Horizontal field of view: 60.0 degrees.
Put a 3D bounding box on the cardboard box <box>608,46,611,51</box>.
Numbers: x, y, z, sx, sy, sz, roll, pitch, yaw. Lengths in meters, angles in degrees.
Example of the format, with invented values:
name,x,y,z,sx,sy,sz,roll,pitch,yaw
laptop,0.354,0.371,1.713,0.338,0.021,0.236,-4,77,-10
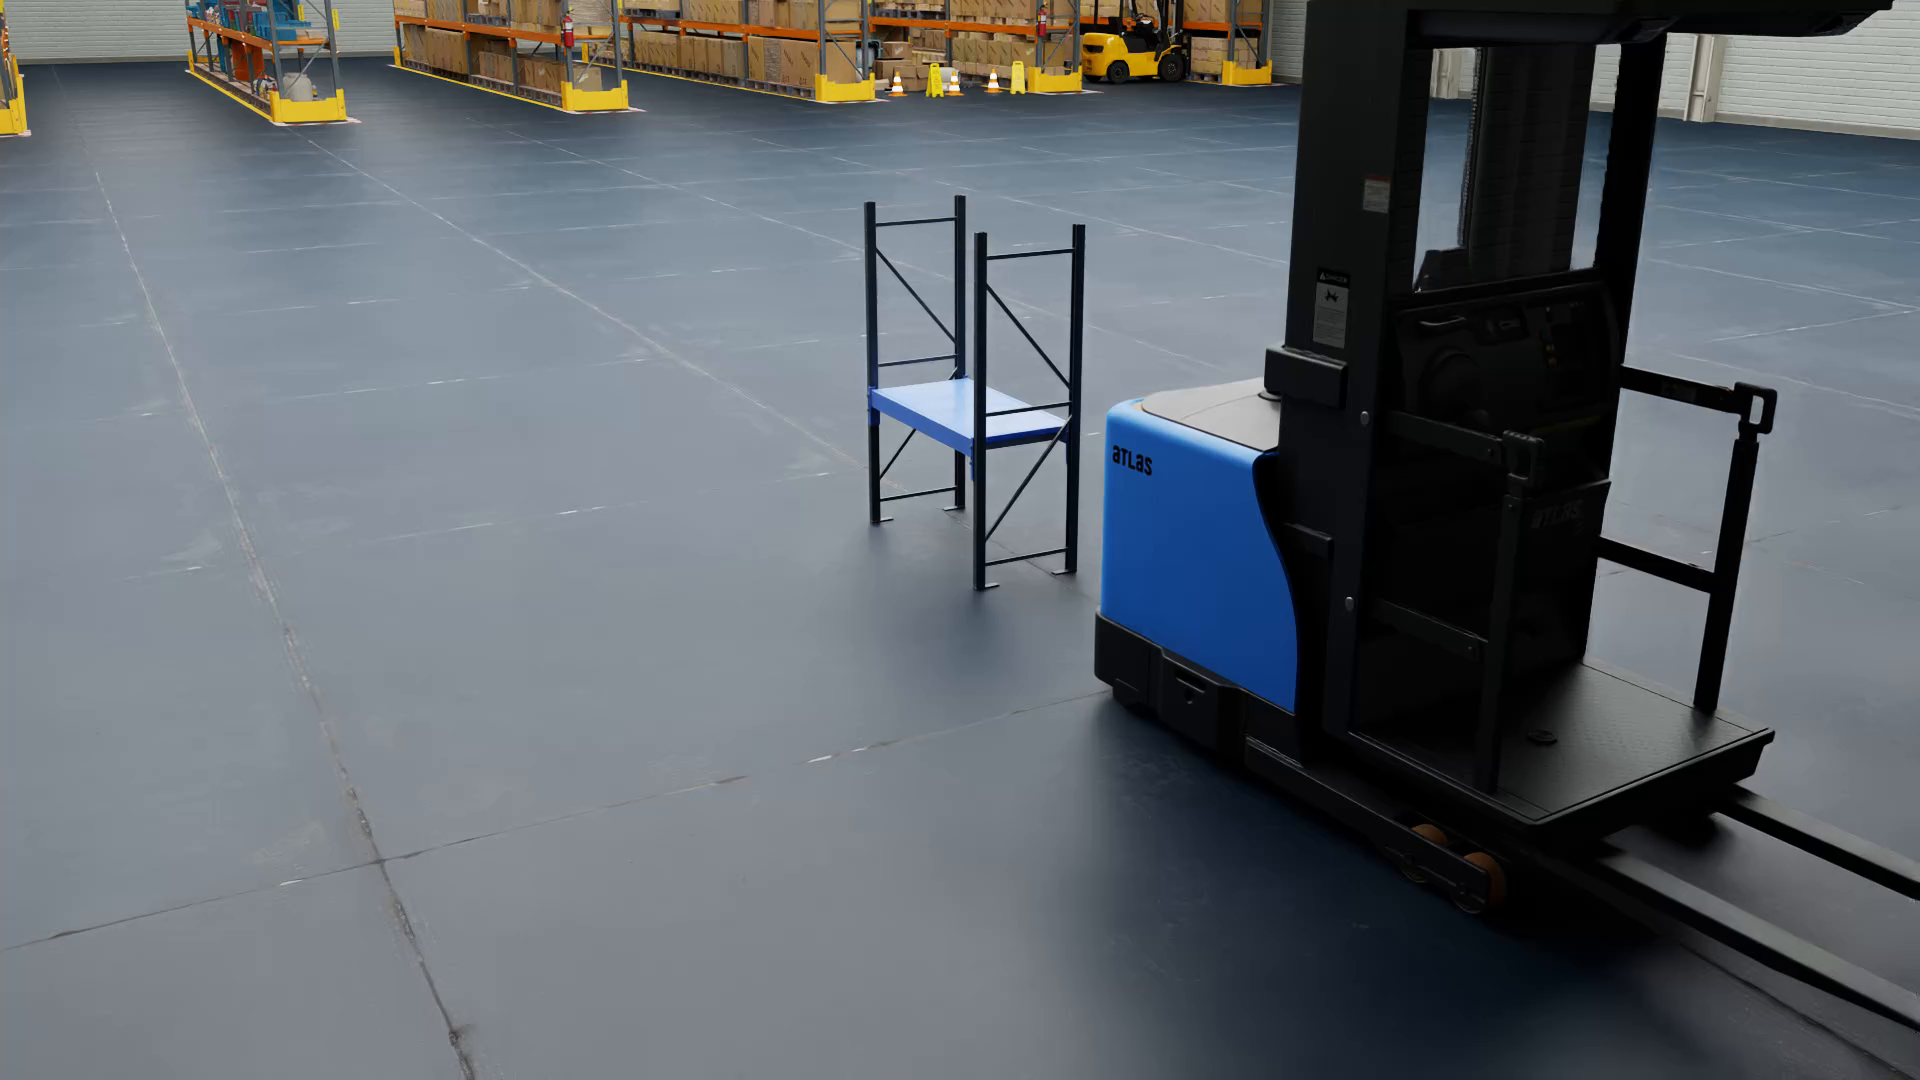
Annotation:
name,x,y,z,sx,sy,sz,roll,pitch,yaw
cardboard box,-9.165,-13.112,44.302,0.380,0.149,0.250,-9,21,-24

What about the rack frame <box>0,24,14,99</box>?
name,x,y,z,sx,sy,sz,roll,pitch,yaw
rack frame,-17.299,-8.960,29.000,1.000,3.000,0.127,-10,21,-27

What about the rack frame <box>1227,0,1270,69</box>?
name,x,y,z,sx,sy,sz,roll,pitch,yaw
rack frame,6.409,-11.650,36.796,1.000,3.000,0.127,-10,21,-27

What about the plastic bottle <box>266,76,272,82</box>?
name,x,y,z,sx,sy,sz,roll,pitch,yaw
plastic bottle,-12.793,-8.409,30.788,0.144,0.351,0.185,-10,21,-27

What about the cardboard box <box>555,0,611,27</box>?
name,x,y,z,sx,sy,sz,roll,pitch,yaw
cardboard box,-6.916,-9.695,30.521,0.875,0.500,0.500,-10,21,-27

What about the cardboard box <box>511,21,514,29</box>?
name,x,y,z,sx,sy,sz,roll,pitch,yaw
cardboard box,-8.741,-10.267,33.171,0.380,0.149,0.250,-10,21,-27

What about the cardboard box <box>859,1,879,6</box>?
name,x,y,z,sx,sy,sz,roll,pitch,yaw
cardboard box,-2.210,-13.442,41.452,0.500,0.250,0.500,-10,21,-27

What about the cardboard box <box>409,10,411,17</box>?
name,x,y,z,sx,sy,sz,roll,pitch,yaw
cardboard box,-13.541,-13.150,41.528,0.380,0.149,0.250,-10,21,-26

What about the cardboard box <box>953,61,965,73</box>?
name,x,y,z,sx,sy,sz,roll,pitch,yaw
cardboard box,0.185,-10.716,37.660,0.500,0.250,0.500,-11,22,-29

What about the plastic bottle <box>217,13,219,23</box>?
name,x,y,z,sx,sy,sz,roll,pitch,yaw
plastic bottle,-15.645,-11.022,35.172,0.097,0.271,0.097,0,19,0

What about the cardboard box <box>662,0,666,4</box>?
name,x,y,z,sx,sy,sz,roll,pitch,yaw
cardboard box,-6.829,-12.749,39.266,0.380,0.149,0.250,-9,21,-25

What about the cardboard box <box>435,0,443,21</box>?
name,x,y,z,sx,sy,sz,roll,pitch,yaw
cardboard box,-11.902,-12.379,38.754,0.500,0.500,0.500,-11,22,-28

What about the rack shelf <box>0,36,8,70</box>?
name,x,y,z,sx,sy,sz,roll,pitch,yaw
rack shelf,-16.349,-8.046,27.454,1.077,0.370,4.000,-10,21,-27

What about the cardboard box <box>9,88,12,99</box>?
name,x,y,z,sx,sy,sz,roll,pitch,yaw
cardboard box,-16.886,-7.760,29.092,0.500,0.250,0.500,-10,21,-27

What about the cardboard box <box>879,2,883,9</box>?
name,x,y,z,sx,sy,sz,roll,pitch,yaw
cardboard box,-1.766,-13.135,40.839,0.380,0.149,0.250,-11,22,-30

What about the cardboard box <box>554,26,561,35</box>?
name,x,y,z,sx,sy,sz,roll,pitch,yaw
cardboard box,-7.278,-9.412,30.695,0.380,0.149,0.250,-10,21,-27

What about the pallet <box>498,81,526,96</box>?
name,x,y,z,sx,sy,sz,roll,pitch,yaw
pallet,-8.950,-9.399,34.546,1.003,0.211,1.213,-10,21,-27

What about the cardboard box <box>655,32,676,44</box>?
name,x,y,z,sx,sy,sz,roll,pitch,yaw
cardboard box,-7.097,-12.200,40.427,0.500,0.250,0.500,-9,21,-25

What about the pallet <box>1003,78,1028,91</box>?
name,x,y,z,sx,sy,sz,roll,pitch,yaw
pallet,1.651,-9.823,35.774,1.003,0.211,1.213,-10,21,-27

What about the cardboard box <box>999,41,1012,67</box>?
name,x,y,z,sx,sy,sz,roll,pitch,yaw
cardboard box,1.181,-10.473,35.804,0.500,0.500,0.500,-9,21,-25

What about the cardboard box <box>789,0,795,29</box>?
name,x,y,z,sx,sy,sz,roll,pitch,yaw
cardboard box,-2.918,-10.590,33.492,0.875,0.550,0.550,-10,21,-27

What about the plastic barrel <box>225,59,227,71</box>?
name,x,y,z,sx,sy,sz,roll,pitch,yaw
plastic barrel,-15.967,-10.508,36.654,0.421,0.512,0.421,0,19,0

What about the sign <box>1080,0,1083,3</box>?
name,x,y,z,sx,sy,sz,roll,pitch,yaw
sign,2.520,-11.374,34.667,0.100,0.325,0.005,-10,21,-27

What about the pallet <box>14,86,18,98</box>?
name,x,y,z,sx,sy,sz,roll,pitch,yaw
pallet,-19.519,-9.011,33.421,1.003,0.211,1.213,-10,21,-27

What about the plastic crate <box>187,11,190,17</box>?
name,x,y,z,sx,sy,sz,roll,pitch,yaw
plastic crate,-18.729,-12.848,40.580,0.250,0.136,0.298,-10,21,-27

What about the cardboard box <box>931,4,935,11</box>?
name,x,y,z,sx,sy,sz,roll,pitch,yaw
cardboard box,-0.454,-12.292,38.396,0.380,0.149,0.250,-11,22,-28

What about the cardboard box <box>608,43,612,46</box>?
name,x,y,z,sx,sy,sz,roll,pitch,yaw
cardboard box,-9.046,-13.086,43.772,0.380,0.149,0.250,-11,22,-29

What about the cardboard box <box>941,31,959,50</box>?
name,x,y,z,sx,sy,sz,roll,pitch,yaw
cardboard box,-0.117,-14.521,48.302,0.700,0.500,0.500,-11,22,-29

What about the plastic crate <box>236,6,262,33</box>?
name,x,y,z,sx,sy,sz,roll,pitch,yaw
plastic crate,-13.437,-9.848,31.475,0.402,0.464,0.583,-10,21,-27

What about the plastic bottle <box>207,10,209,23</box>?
name,x,y,z,sx,sy,sz,roll,pitch,yaw
plastic bottle,-16.678,-11.667,37.036,0.152,0.276,0.135,-10,21,-27

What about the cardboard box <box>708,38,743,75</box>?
name,x,y,z,sx,sy,sz,roll,pitch,yaw
cardboard box,-4.994,-10.810,37.165,1.050,0.750,0.750,-10,21,-27

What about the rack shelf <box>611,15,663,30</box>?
name,x,y,z,sx,sy,sz,roll,pitch,yaw
rack shelf,-8.914,-13.764,44.023,1.077,0.370,4.000,-10,21,-27

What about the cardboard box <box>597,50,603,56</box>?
name,x,y,z,sx,sy,sz,roll,pitch,yaw
cardboard box,-9.552,-13.106,44.740,0.380,0.149,0.250,-10,21,-26

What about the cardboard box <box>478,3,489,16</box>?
name,x,y,z,sx,sy,sz,roll,pitch,yaw
cardboard box,-9.885,-11.253,35.230,0.500,0.250,0.500,-11,22,-28

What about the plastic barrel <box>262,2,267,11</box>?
name,x,y,z,sx,sy,sz,roll,pitch,yaw
plastic barrel,-13.199,-10.099,32.093,0.433,0.535,0.433,0,19,0

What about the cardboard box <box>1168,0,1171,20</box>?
name,x,y,z,sx,sy,sz,roll,pitch,yaw
cardboard box,4.994,-12.386,38.774,0.500,0.500,0.500,-10,22,-27

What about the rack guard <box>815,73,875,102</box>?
name,x,y,z,sx,sy,sz,roll,pitch,yaw
rack guard,-2.255,-8.896,32.646,1.175,0.500,0.348,-10,21,-27

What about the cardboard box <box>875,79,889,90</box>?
name,x,y,z,sx,sy,sz,roll,pitch,yaw
cardboard box,-1.728,-9.732,35.429,0.396,0.266,0.258,-6,20,-17

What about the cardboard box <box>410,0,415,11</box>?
name,x,y,z,sx,sy,sz,roll,pitch,yaw
cardboard box,-13.309,-13.241,41.179,0.500,0.250,0.500,-10,21,-26

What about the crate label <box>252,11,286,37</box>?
name,x,y,z,sx,sy,sz,roll,pitch,yaw
crate label,-12.150,-9.081,29.297,0.502,0.435,0.616,-10,21,-27

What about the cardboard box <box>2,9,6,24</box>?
name,x,y,z,sx,sy,sz,roll,pitch,yaw
cardboard box,-21.100,-11.493,36.185,0.500,0.500,0.500,-9,21,-25

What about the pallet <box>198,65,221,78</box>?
name,x,y,z,sx,sy,sz,roll,pitch,yaw
pallet,-17.703,-11.261,39.941,1.003,0.211,1.213,-10,21,-27

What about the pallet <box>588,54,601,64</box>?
name,x,y,z,sx,sy,sz,roll,pitch,yaw
pallet,-9.473,-13.099,45.269,1.003,0.211,1.213,-10,21,-27

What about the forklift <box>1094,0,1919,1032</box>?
name,x,y,z,sx,sy,sz,roll,pitch,yaw
forklift,1.705,-0.523,4.653,1.130,2.935,3.031,-12,22,-31

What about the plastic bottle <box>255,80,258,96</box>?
name,x,y,z,sx,sy,sz,roll,pitch,yaw
plastic bottle,-12.994,-8.399,30.874,0.152,0.276,0.135,-9,21,-25

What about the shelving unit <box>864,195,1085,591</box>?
name,x,y,z,sx,sy,sz,roll,pitch,yaw
shelving unit,0.041,-0.684,7.316,0.538,1.500,1.048,-10,21,-27

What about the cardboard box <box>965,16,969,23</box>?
name,x,y,z,sx,sy,sz,roll,pitch,yaw
cardboard box,0.329,-11.634,37.133,0.380,0.149,0.250,-10,21,-27

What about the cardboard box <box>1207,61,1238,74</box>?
name,x,y,z,sx,sy,sz,roll,pitch,yaw
cardboard box,5.908,-10.635,37.425,0.500,0.250,0.500,-10,21,-26

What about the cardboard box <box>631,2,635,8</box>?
name,x,y,z,sx,sy,sz,roll,pitch,yaw
cardboard box,-7.930,-13.274,41.242,0.380,0.149,0.250,-10,21,-26

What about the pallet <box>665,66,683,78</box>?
name,x,y,z,sx,sy,sz,roll,pitch,yaw
pallet,-6.435,-11.288,40.019,1.003,0.211,1.213,-10,21,-27

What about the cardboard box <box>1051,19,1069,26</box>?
name,x,y,z,sx,sy,sz,roll,pitch,yaw
cardboard box,2.063,-10.891,34.981,0.380,0.149,0.250,-10,21,-26

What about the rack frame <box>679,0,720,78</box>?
name,x,y,z,sx,sy,sz,roll,pitch,yaw
rack frame,-6.065,-12.381,38.914,1.000,3.000,0.127,-10,21,-27
